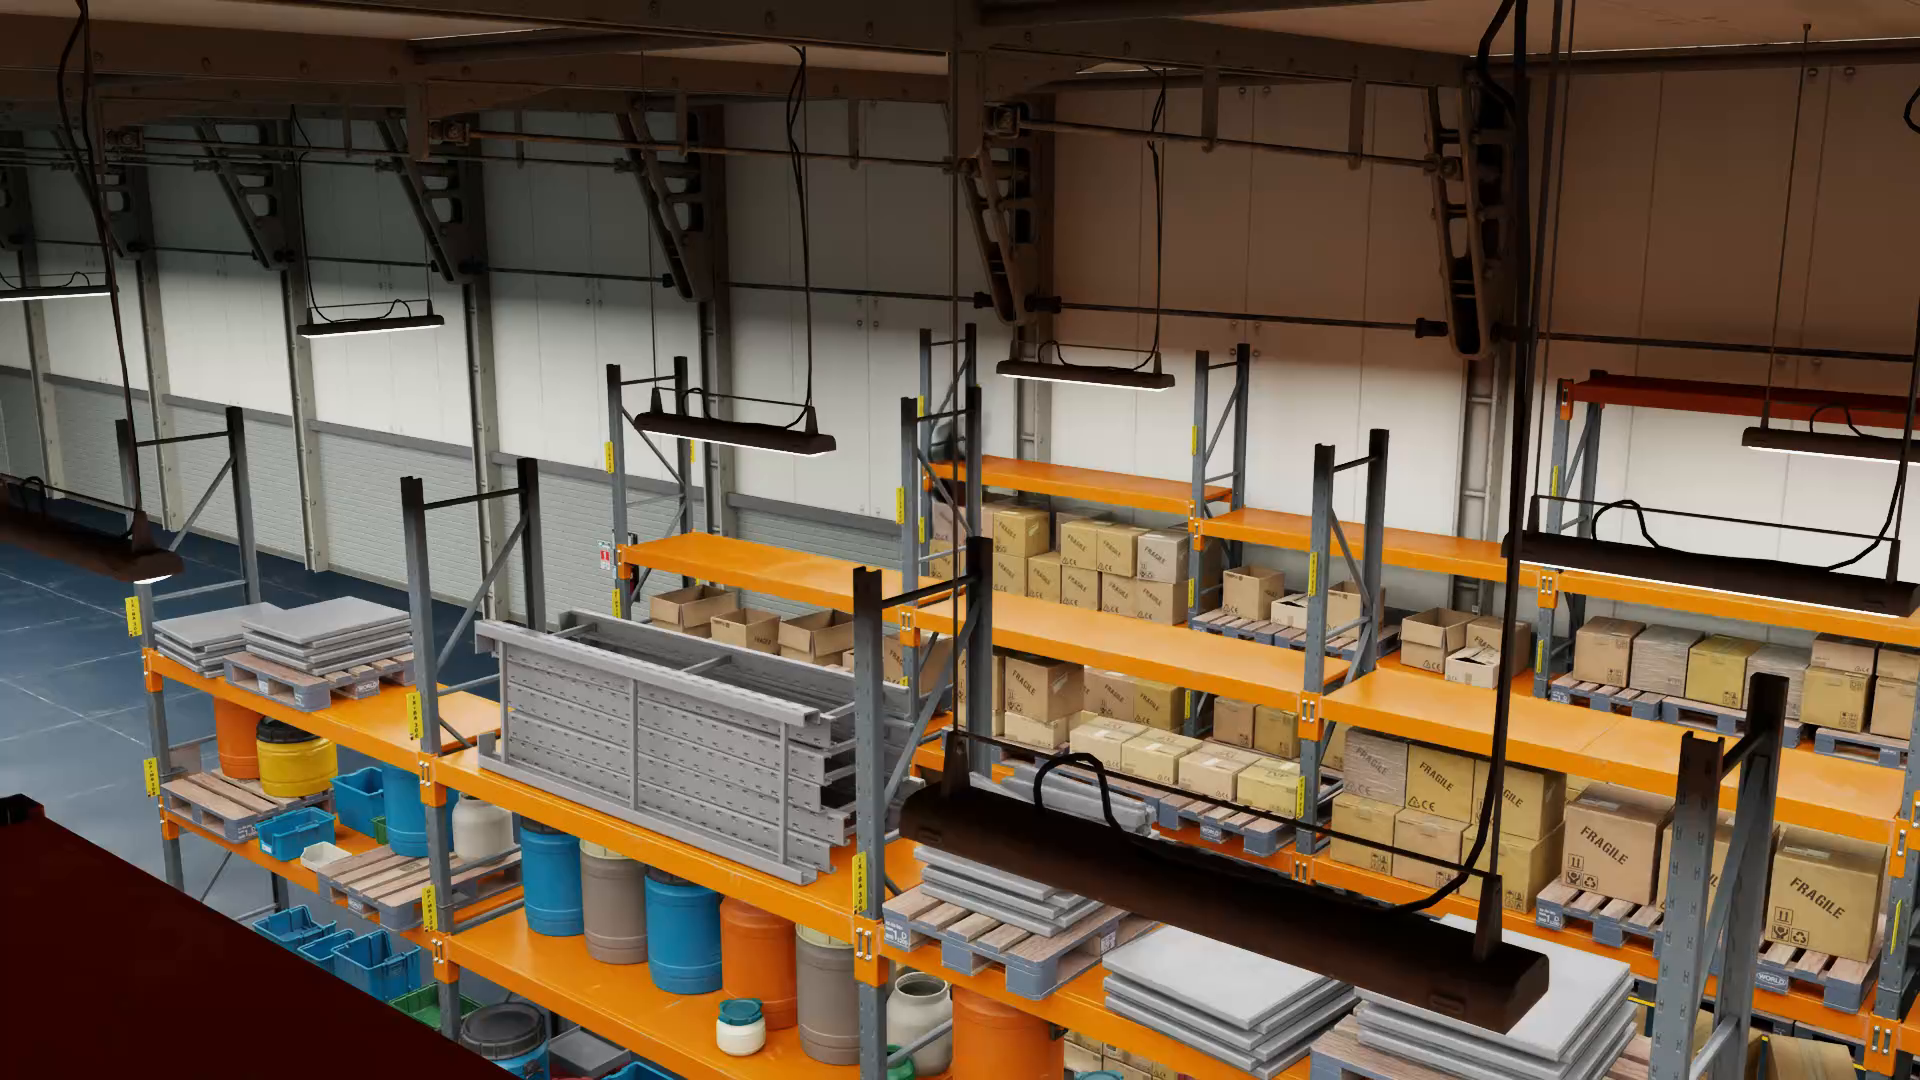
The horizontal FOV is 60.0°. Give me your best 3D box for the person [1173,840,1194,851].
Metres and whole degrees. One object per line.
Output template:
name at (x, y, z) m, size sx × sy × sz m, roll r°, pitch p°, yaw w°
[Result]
person at (2.139, 3.697, 16.135) m, size 0.711 × 1.710 × 0.556 m, roll 9°, pitch 16°, yaw 35°
